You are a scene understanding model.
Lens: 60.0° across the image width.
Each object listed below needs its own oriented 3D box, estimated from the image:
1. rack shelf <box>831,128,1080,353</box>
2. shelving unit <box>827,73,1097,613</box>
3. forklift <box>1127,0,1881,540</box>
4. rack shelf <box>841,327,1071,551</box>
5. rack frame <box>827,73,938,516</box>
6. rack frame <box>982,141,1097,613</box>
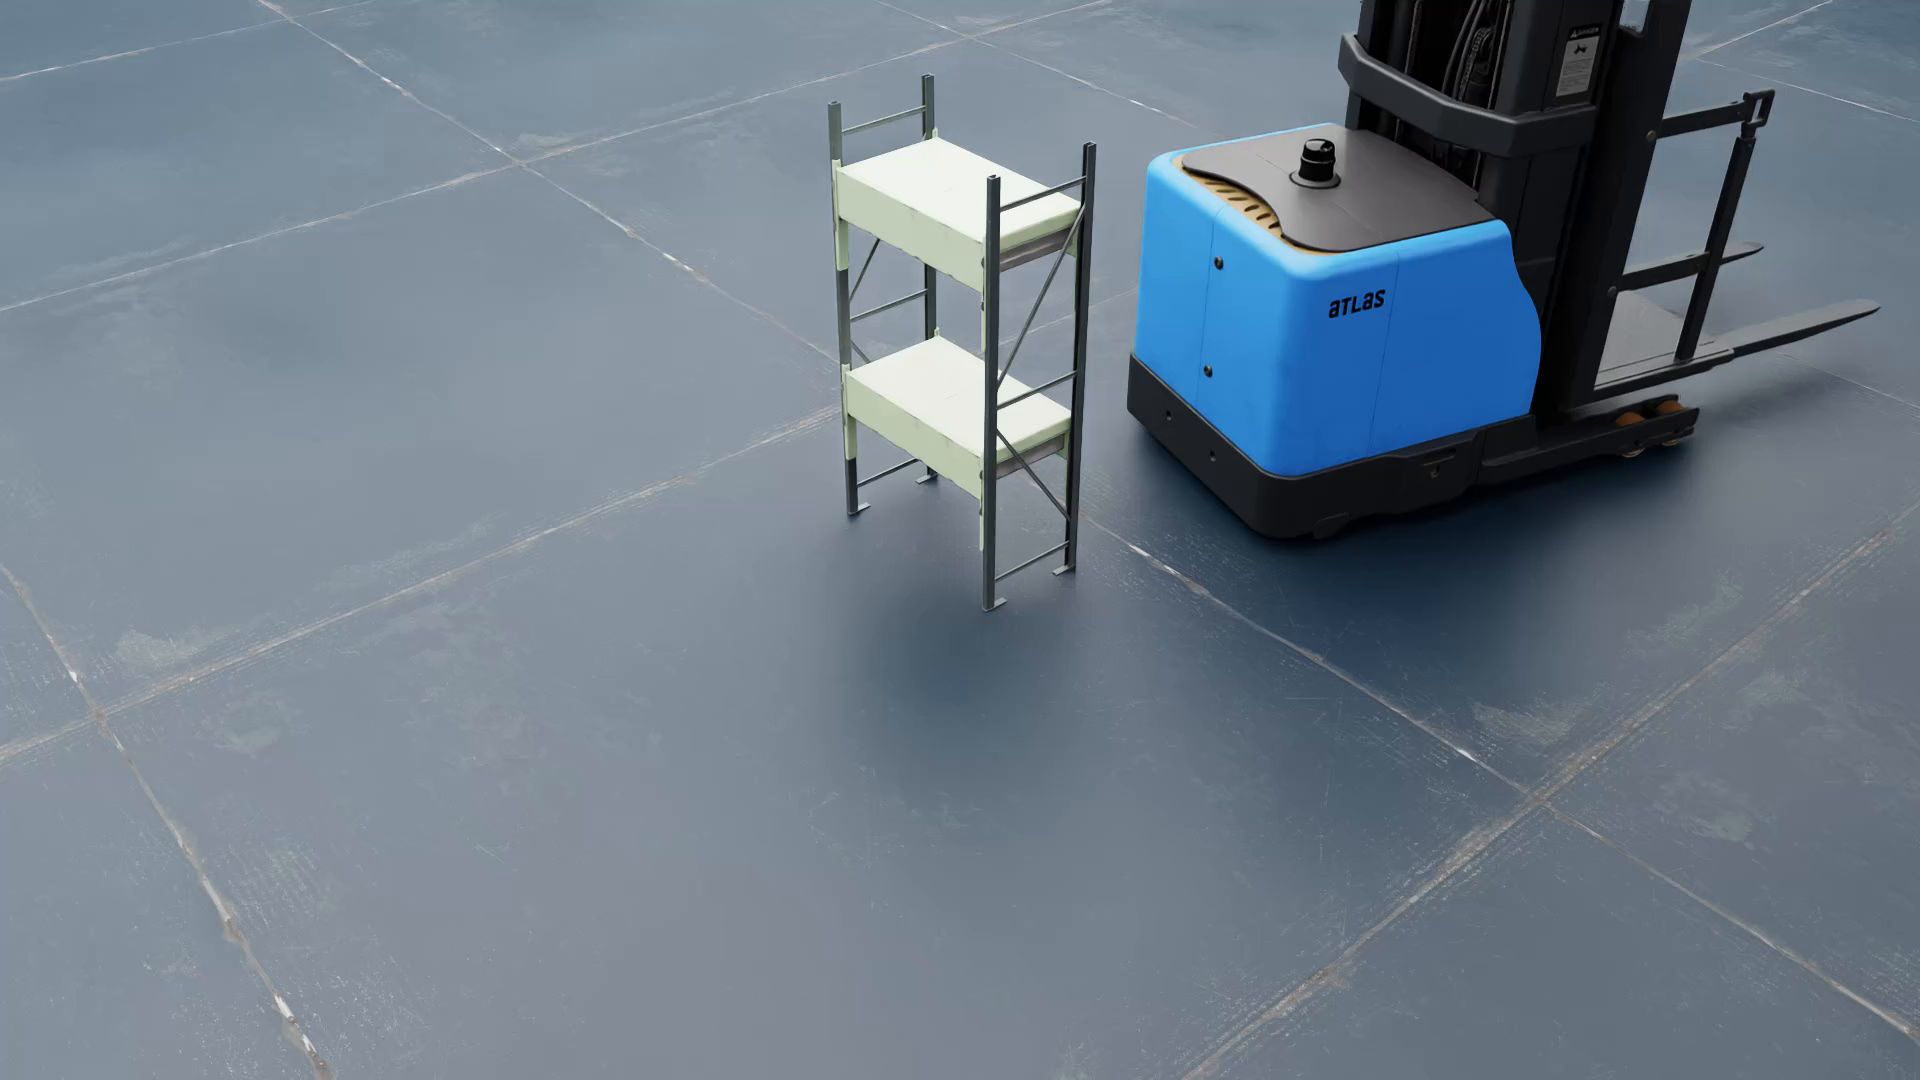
[{"bbox_3d":[-0.004,-0.933,5.095,0.431,0.370,0.720,-26,43,-32],"label":"rack shelf"},{"bbox_3d":[-0.004,-0.615,5.321,0.431,1.500,0.755,-26,43,-32],"label":"shelving unit"},{"bbox_3d":[2.195,-1.764,5.705,3.031,2.935,1.130,-15,38,-20],"label":"forklift"},{"bbox_3d":[-0.004,-0.349,5.509,0.431,0.370,0.720,-26,43,-32],"label":"rack shelf"},{"bbox_3d":[-0.241,-0.777,5.549,0.400,1.500,0.023,-26,43,-32],"label":"rack frame"},{"bbox_3d":[0.232,-0.453,5.093,0.400,1.500,0.023,-26,43,-32],"label":"rack frame"}]
